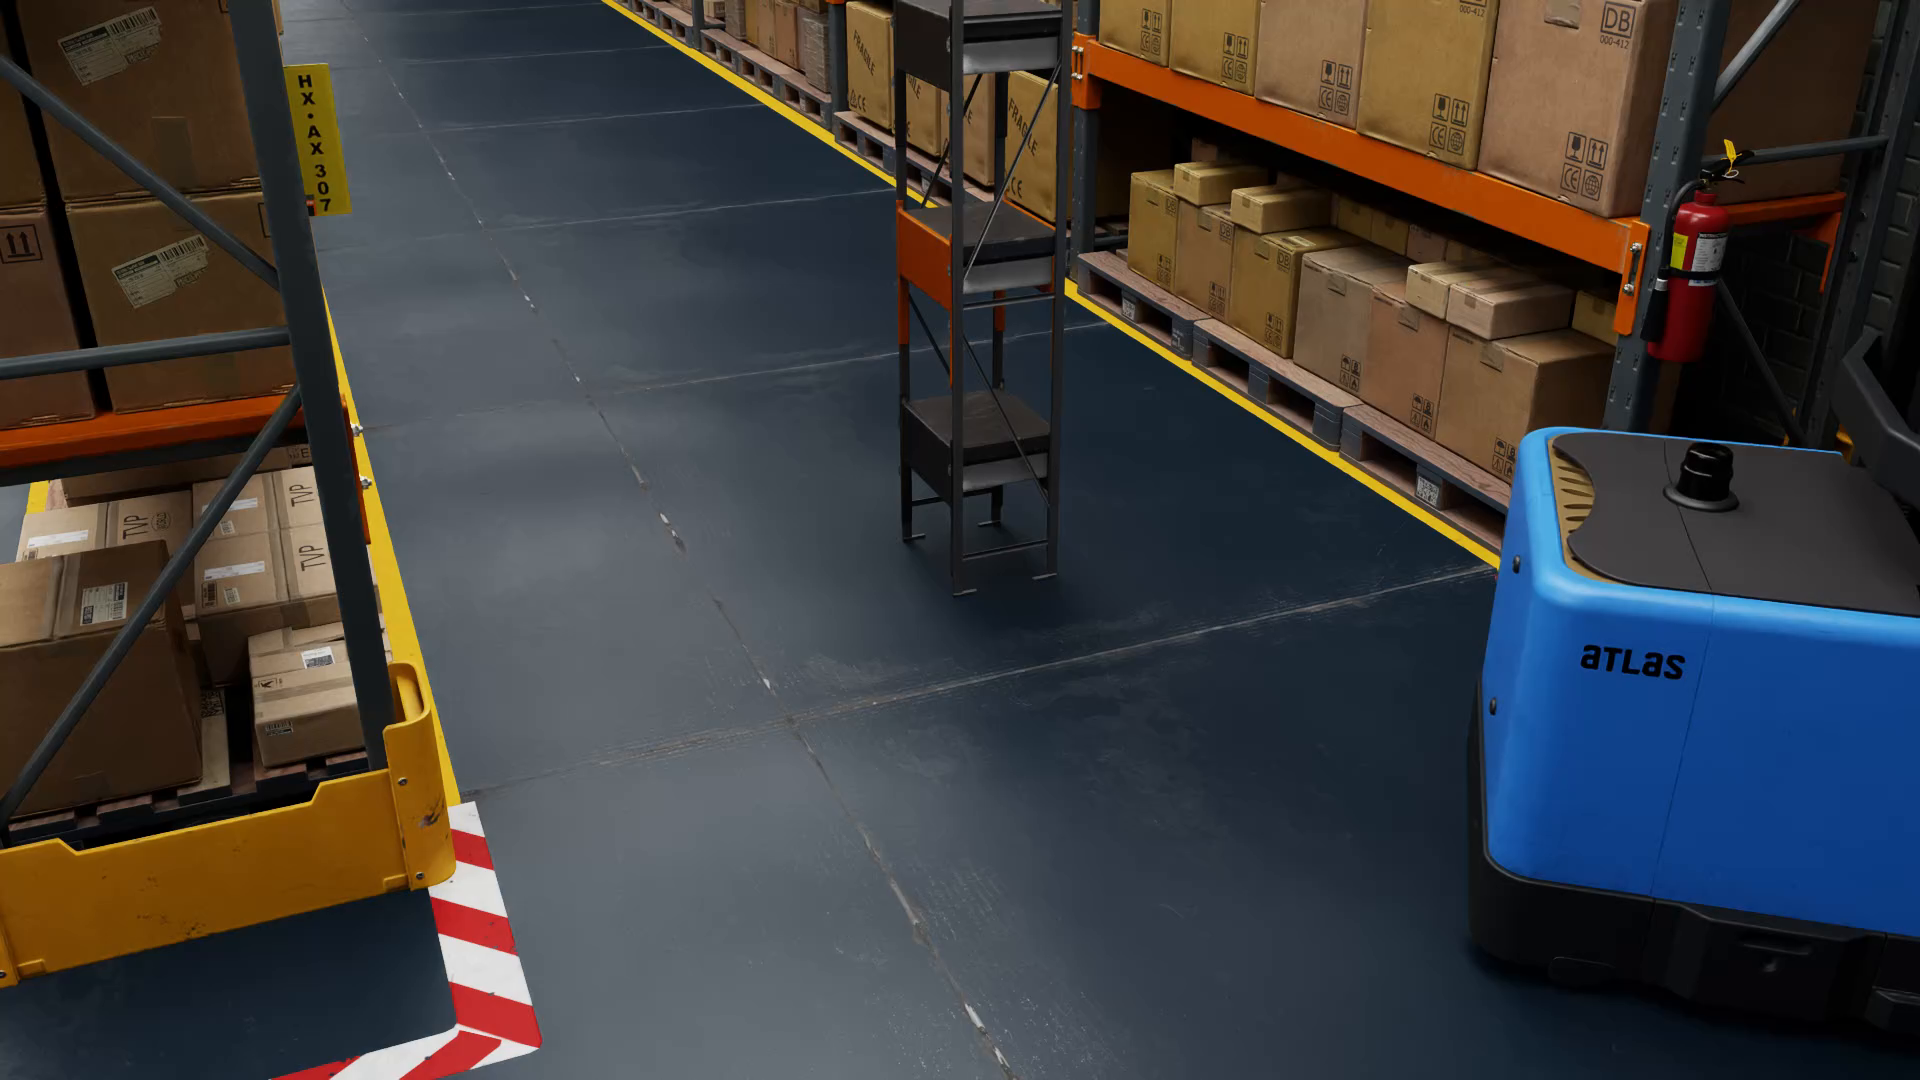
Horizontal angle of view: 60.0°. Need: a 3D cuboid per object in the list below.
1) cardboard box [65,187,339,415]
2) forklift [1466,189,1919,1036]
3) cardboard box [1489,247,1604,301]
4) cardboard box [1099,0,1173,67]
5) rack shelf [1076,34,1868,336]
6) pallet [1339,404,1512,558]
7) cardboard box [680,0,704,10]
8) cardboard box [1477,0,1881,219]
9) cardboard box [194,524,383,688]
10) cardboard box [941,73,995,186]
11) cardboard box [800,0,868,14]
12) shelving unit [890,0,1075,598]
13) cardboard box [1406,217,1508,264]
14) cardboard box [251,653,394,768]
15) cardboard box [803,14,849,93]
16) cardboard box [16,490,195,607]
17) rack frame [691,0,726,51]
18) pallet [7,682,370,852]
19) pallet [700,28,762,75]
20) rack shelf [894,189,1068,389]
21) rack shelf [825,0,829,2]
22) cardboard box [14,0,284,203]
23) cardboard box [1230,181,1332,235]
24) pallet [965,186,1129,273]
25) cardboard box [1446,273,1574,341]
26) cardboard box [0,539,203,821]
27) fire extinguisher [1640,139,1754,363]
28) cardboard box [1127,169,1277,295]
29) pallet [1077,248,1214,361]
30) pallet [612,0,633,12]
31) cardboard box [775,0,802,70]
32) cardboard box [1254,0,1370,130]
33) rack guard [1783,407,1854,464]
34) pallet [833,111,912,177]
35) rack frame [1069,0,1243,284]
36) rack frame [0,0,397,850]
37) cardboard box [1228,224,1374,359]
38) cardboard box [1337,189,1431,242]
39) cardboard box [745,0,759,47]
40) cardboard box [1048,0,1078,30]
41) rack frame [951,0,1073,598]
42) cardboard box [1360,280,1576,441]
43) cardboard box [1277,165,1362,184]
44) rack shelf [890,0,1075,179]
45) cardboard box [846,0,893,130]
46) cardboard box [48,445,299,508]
[{"bbox_3d":[-1.833,-0.656,4.060,0.500,0.500,0.500,-10,28,-20],"label":"cardboard box"},{"bbox_3d":[2.834,-0.301,3.525,3.031,2.935,1.130,7,27,13],"label":"forklift"},{"bbox_3d":[2.322,-1.050,6.612,0.380,0.149,0.250,-10,28,-20],"label":"cardboard box"},{"bbox_3d":[1.285,-2.767,8.156,0.980,0.700,0.700,-10,28,-20],"label":"cardboard box"},{"bbox_3d":[1.871,-1.723,7.181,1.077,0.370,4.000,-11,28,-21],"label":"rack shelf"},{"bbox_3d":[2.269,-0.295,6.614,1.003,0.211,1.213,-11,28,-21],"label":"pallet"},{"bbox_3d":[-2.488,-5.570,16.587,0.500,0.500,0.500,-13,29,-24],"label":"cardboard box"},{"bbox_3d":[2.445,-1.578,5.721,0.980,0.700,0.700,-9,28,-18],"label":"cardboard box"},{"bbox_3d":[-2.050,0.181,5.092,0.500,0.250,0.500,-11,28,-21],"label":"cardboard box"},{"bbox_3d":[0.363,-2.675,10.281,0.750,0.750,0.750,-10,28,-19],"label":"cardboard box"},{"bbox_3d":[-0.974,-4.403,13.341,0.500,0.250,0.500,-10,28,-20],"label":"cardboard box"},{"bbox_3d":[0.065,-0.877,5.652,0.431,2.100,0.503,-11,28,-21],"label":"shelving unit"},{"bbox_3d":[2.124,-1.253,7.029,0.380,0.149,0.250,-10,28,-20],"label":"cardboard box"},{"bbox_3d":[-1.750,0.469,4.619,0.380,0.149,0.250,-11,28,-21],"label":"cardboard box"},{"bbox_3d":[-0.808,-3.825,13.013,0.700,0.500,0.500,-10,28,-20],"label":"cardboard box"},{"bbox_3d":[-2.686,0.086,5.288,0.500,0.250,0.500,-11,28,-21],"label":"cardboard box"},{"bbox_3d":[-2.045,-6.084,15.291,1.000,3.000,0.127,-11,28,-21],"label":"rack frame"},{"bbox_3d":[-2.245,0.514,4.956,1.003,0.211,1.213,-11,28,-21],"label":"pallet"},{"bbox_3d":[-1.739,-4.516,15.260,1.003,0.211,1.213,-11,28,-21],"label":"pallet"},{"bbox_3d":[0.065,-0.864,5.658,0.431,0.518,0.480,-11,28,-21],"label":"rack shelf"},{"bbox_3d":[-1.262,-4.953,13.795,1.077,0.370,4.000,-11,28,-21],"label":"rack shelf"},{"bbox_3d":[-1.833,-1.105,3.841,0.500,0.500,0.500,-10,28,-19],"label":"cardboard box"},{"bbox_3d":[1.457,-1.511,7.557,0.380,0.149,0.250,-11,28,-22],"label":"cardboard box"},{"bbox_3d":[0.716,-1.899,9.900,1.003,0.211,1.213,-11,28,-21],"label":"pallet"},{"bbox_3d":[2.070,-0.882,6.269,0.380,0.149,0.250,-11,28,-21],"label":"cardboard box"},{"bbox_3d":[-2.342,0.362,4.437,0.500,0.500,0.500,-11,28,-21],"label":"cardboard box"},{"bbox_3d":[2.289,-0.897,5.181,0.296,0.674,0.183,-11,28,-21],"label":"fire extinguisher"},{"bbox_3d":[1.286,-1.600,8.478,0.700,0.500,0.500,-10,28,-20],"label":"cardboard box"},{"bbox_3d":[1.314,-1.280,8.632,1.003,0.211,1.213,-11,28,-21],"label":"pallet"},{"bbox_3d":[-3.296,-6.081,18.463,1.003,0.211,1.213,-11,28,-21],"label":"pallet"},{"bbox_3d":[-1.124,-4.249,13.880,0.700,0.500,0.500,-11,28,-21],"label":"cardboard box"},{"bbox_3d":[1.860,-2.179,6.953,0.980,0.700,0.700,-12,28,-23],"label":"cardboard box"},{"bbox_3d":[2.664,-0.106,5.898,1.175,0.500,0.348,-11,28,-21],"label":"rack guard"},{"bbox_3d":[-0.239,-2.884,11.917,1.003,0.211,1.213,-11,28,-21],"label":"pallet"},{"bbox_3d":[1.088,-2.854,8.676,1.000,3.000,0.127,-11,28,-21],"label":"rack frame"},{"bbox_3d":[-1.902,-0.386,3.623,1.000,3.000,0.127,-11,28,-21],"label":"rack frame"},{"bbox_3d":[1.679,-1.189,7.637,0.700,0.500,0.500,-10,28,-19],"label":"cardboard box"},{"bbox_3d":[1.924,-1.459,7.451,0.380,0.149,0.250,-11,28,-22],"label":"cardboard box"},{"bbox_3d":[-1.493,-4.664,14.731,0.700,0.500,0.500,-11,28,-22],"label":"cardboard box"},{"bbox_3d":[0.695,-2.838,8.907,0.380,0.149,0.250,-10,28,-20],"label":"cardboard box"},{"bbox_3d":[0.160,-0.778,5.451,0.400,2.100,0.015,-11,28,-21],"label":"rack frame"},{"bbox_3d":[2.092,-0.772,6.783,0.700,0.500,0.500,-11,28,-21],"label":"cardboard box"},{"bbox_3d":[1.724,-1.665,7.873,0.380,0.149,0.250,-12,28,-22],"label":"cardboard box"},{"bbox_3d":[0.065,-1.493,5.351,0.431,0.518,0.480,-11,28,-21],"label":"rack shelf"},{"bbox_3d":[-0.311,-3.372,11.709,0.750,0.750,0.750,-11,28,-21],"label":"cardboard box"},{"bbox_3d":[-2.728,-0.320,5.830,0.797,0.503,0.637,-11,28,-21],"label":"cardboard box"}]
